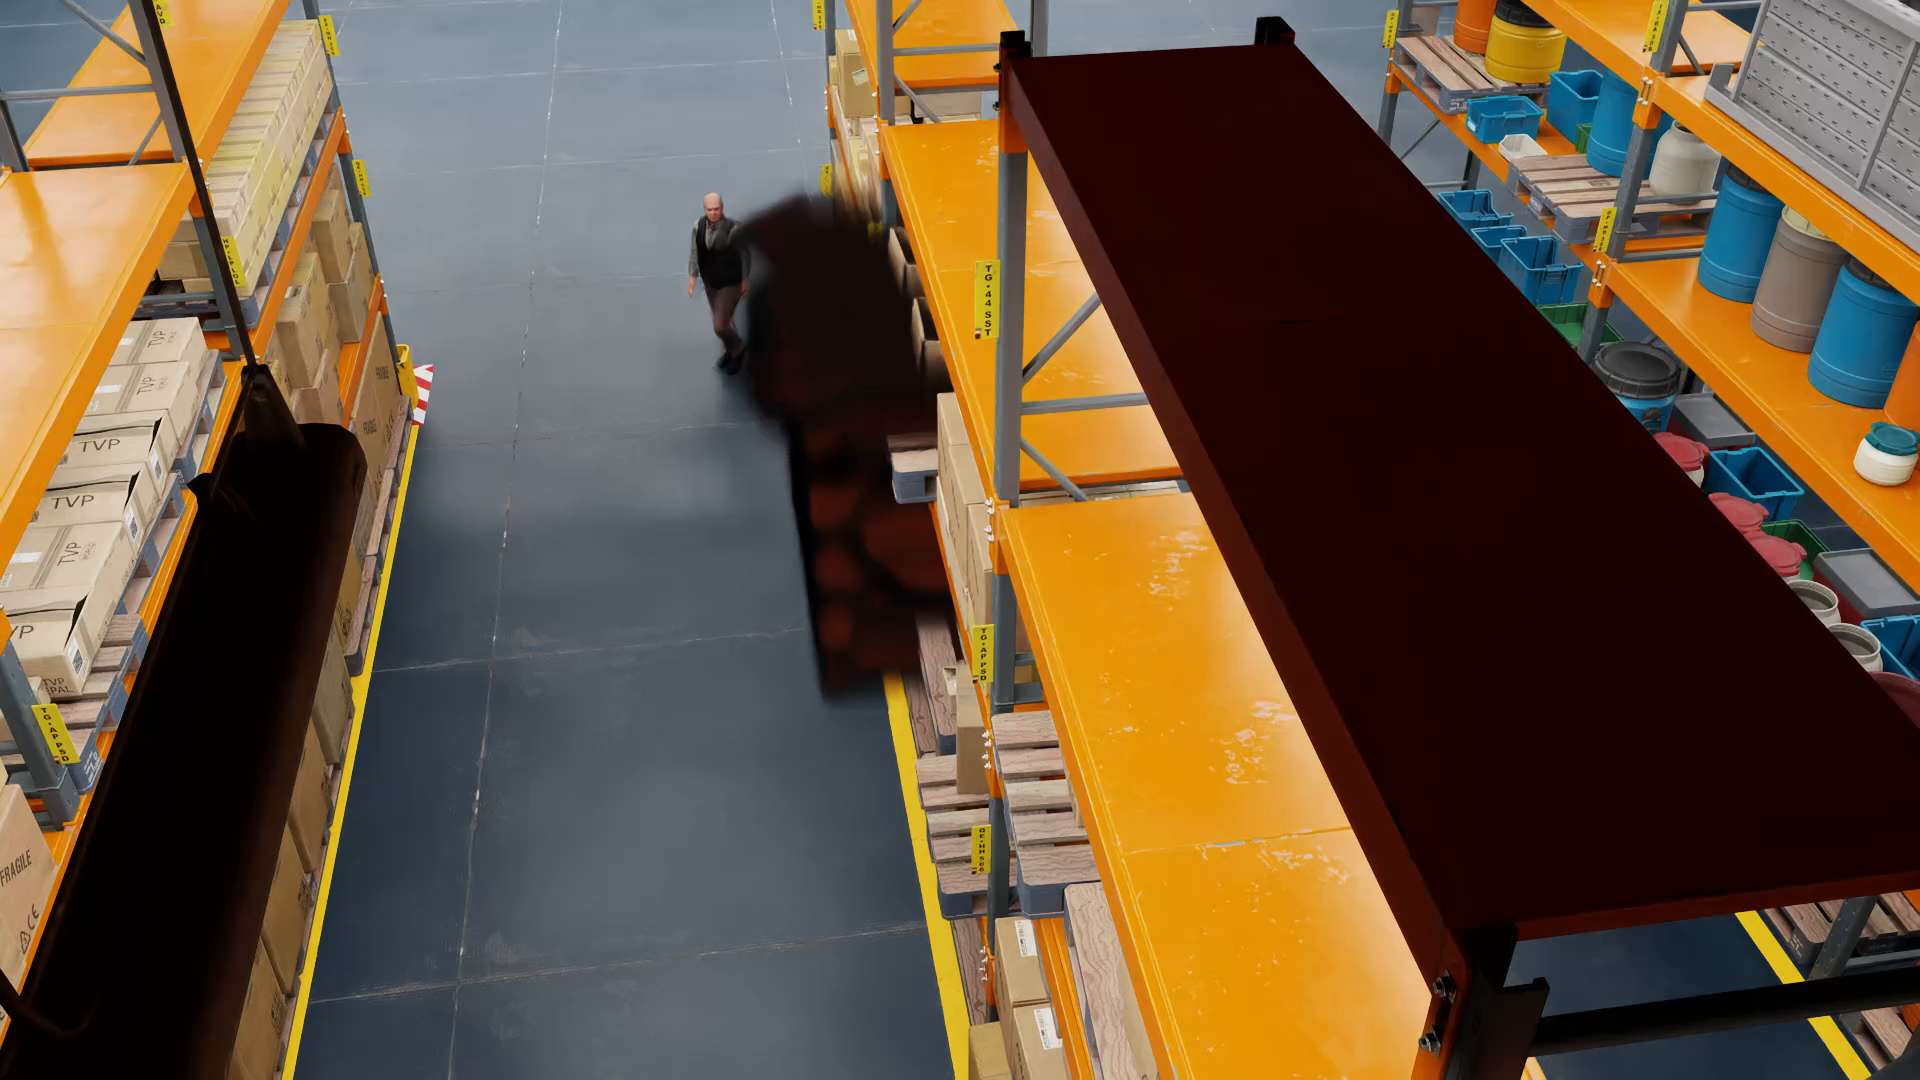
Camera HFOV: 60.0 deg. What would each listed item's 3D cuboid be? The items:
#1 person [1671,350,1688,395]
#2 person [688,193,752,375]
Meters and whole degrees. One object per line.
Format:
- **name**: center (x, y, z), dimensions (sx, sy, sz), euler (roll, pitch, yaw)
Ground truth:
- **person**: center (6.416, -1.813, 14.495), dimensions (0.423, 1.841, 0.633), euler (18, 40, 22)
- **person**: center (-2.203, -2.325, 15.174), dimensions (0.523, 1.751, 0.488), euler (26, 44, 31)
